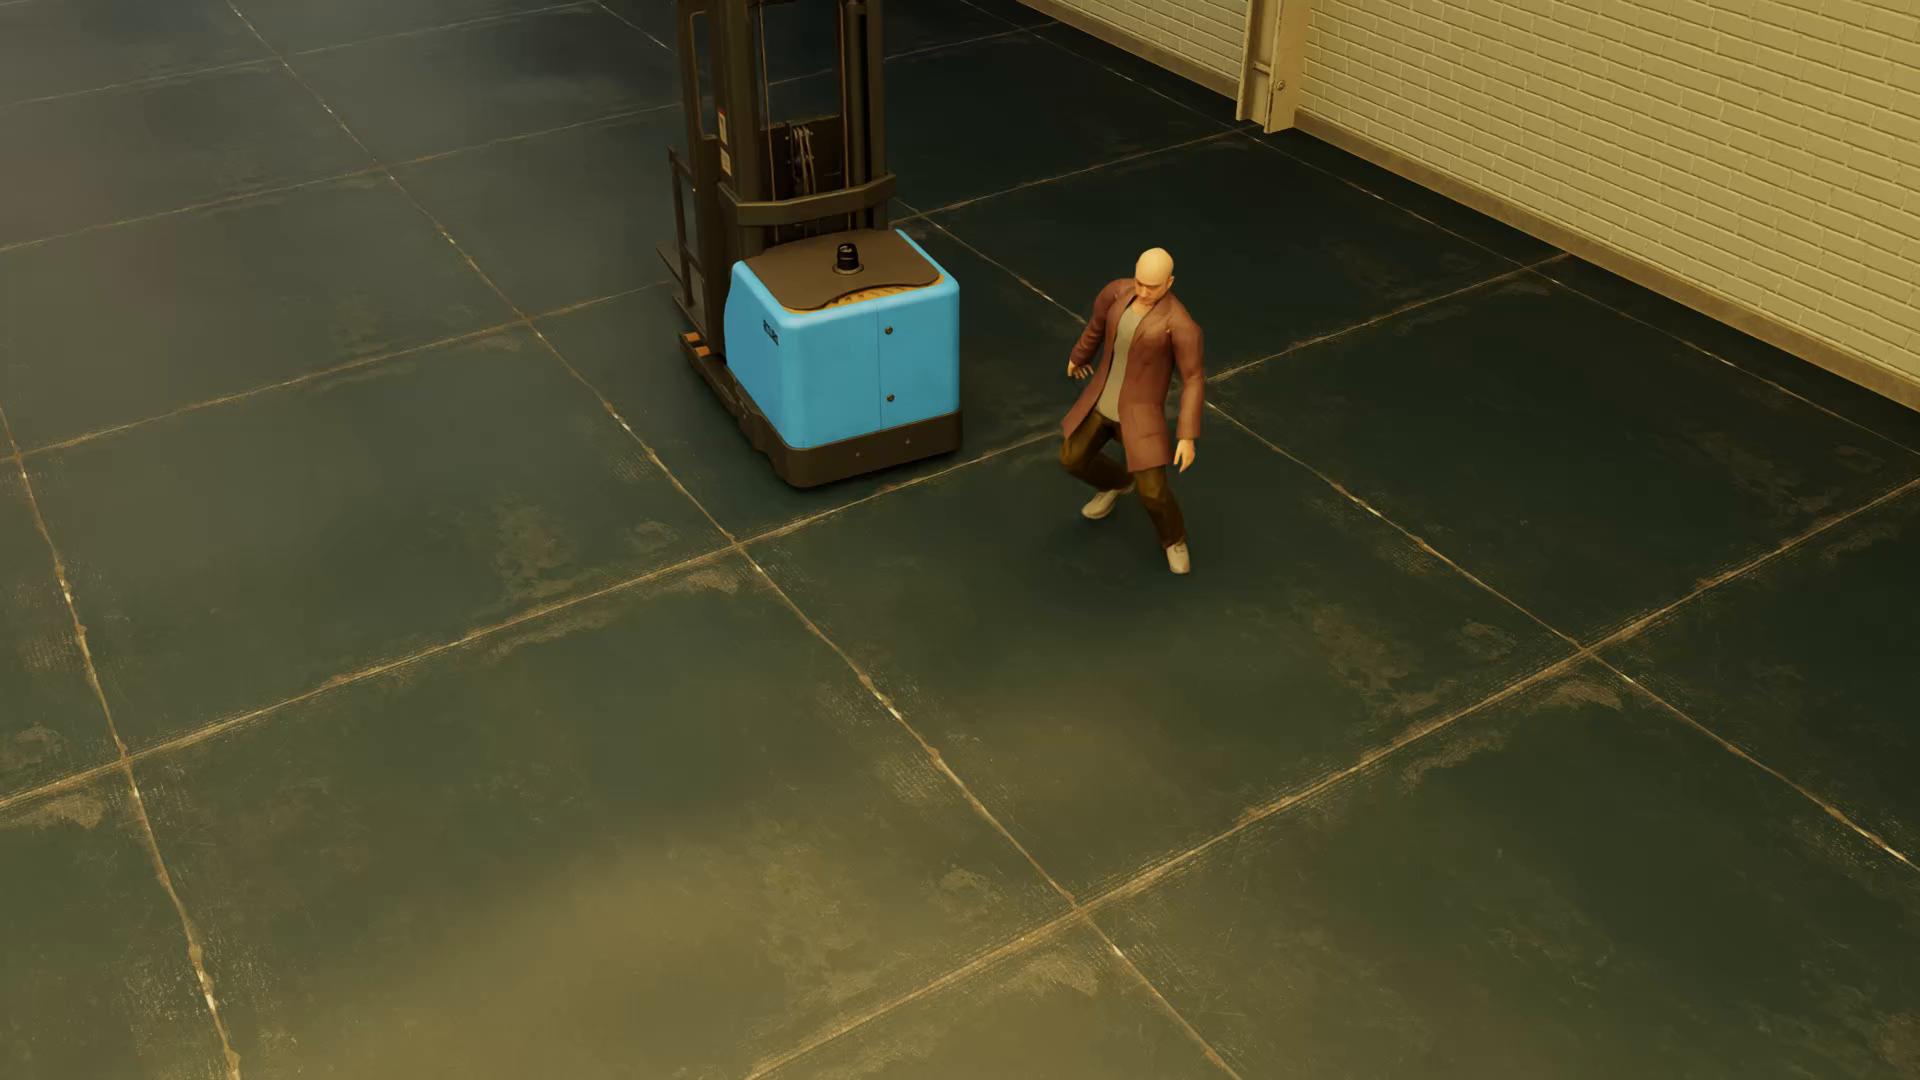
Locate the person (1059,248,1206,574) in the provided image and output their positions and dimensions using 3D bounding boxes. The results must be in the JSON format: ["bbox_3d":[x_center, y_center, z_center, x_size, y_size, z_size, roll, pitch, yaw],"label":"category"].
[{"bbox_3d":[0.841,-0.700,8.240,0.577,1.687,0.939,-27,43,-32],"label":"person"}]

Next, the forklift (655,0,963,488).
[{"bbox_3d":[-1.082,-2.316,9.444,1.130,2.935,3.031,-16,38,-21],"label":"forklift"}]
